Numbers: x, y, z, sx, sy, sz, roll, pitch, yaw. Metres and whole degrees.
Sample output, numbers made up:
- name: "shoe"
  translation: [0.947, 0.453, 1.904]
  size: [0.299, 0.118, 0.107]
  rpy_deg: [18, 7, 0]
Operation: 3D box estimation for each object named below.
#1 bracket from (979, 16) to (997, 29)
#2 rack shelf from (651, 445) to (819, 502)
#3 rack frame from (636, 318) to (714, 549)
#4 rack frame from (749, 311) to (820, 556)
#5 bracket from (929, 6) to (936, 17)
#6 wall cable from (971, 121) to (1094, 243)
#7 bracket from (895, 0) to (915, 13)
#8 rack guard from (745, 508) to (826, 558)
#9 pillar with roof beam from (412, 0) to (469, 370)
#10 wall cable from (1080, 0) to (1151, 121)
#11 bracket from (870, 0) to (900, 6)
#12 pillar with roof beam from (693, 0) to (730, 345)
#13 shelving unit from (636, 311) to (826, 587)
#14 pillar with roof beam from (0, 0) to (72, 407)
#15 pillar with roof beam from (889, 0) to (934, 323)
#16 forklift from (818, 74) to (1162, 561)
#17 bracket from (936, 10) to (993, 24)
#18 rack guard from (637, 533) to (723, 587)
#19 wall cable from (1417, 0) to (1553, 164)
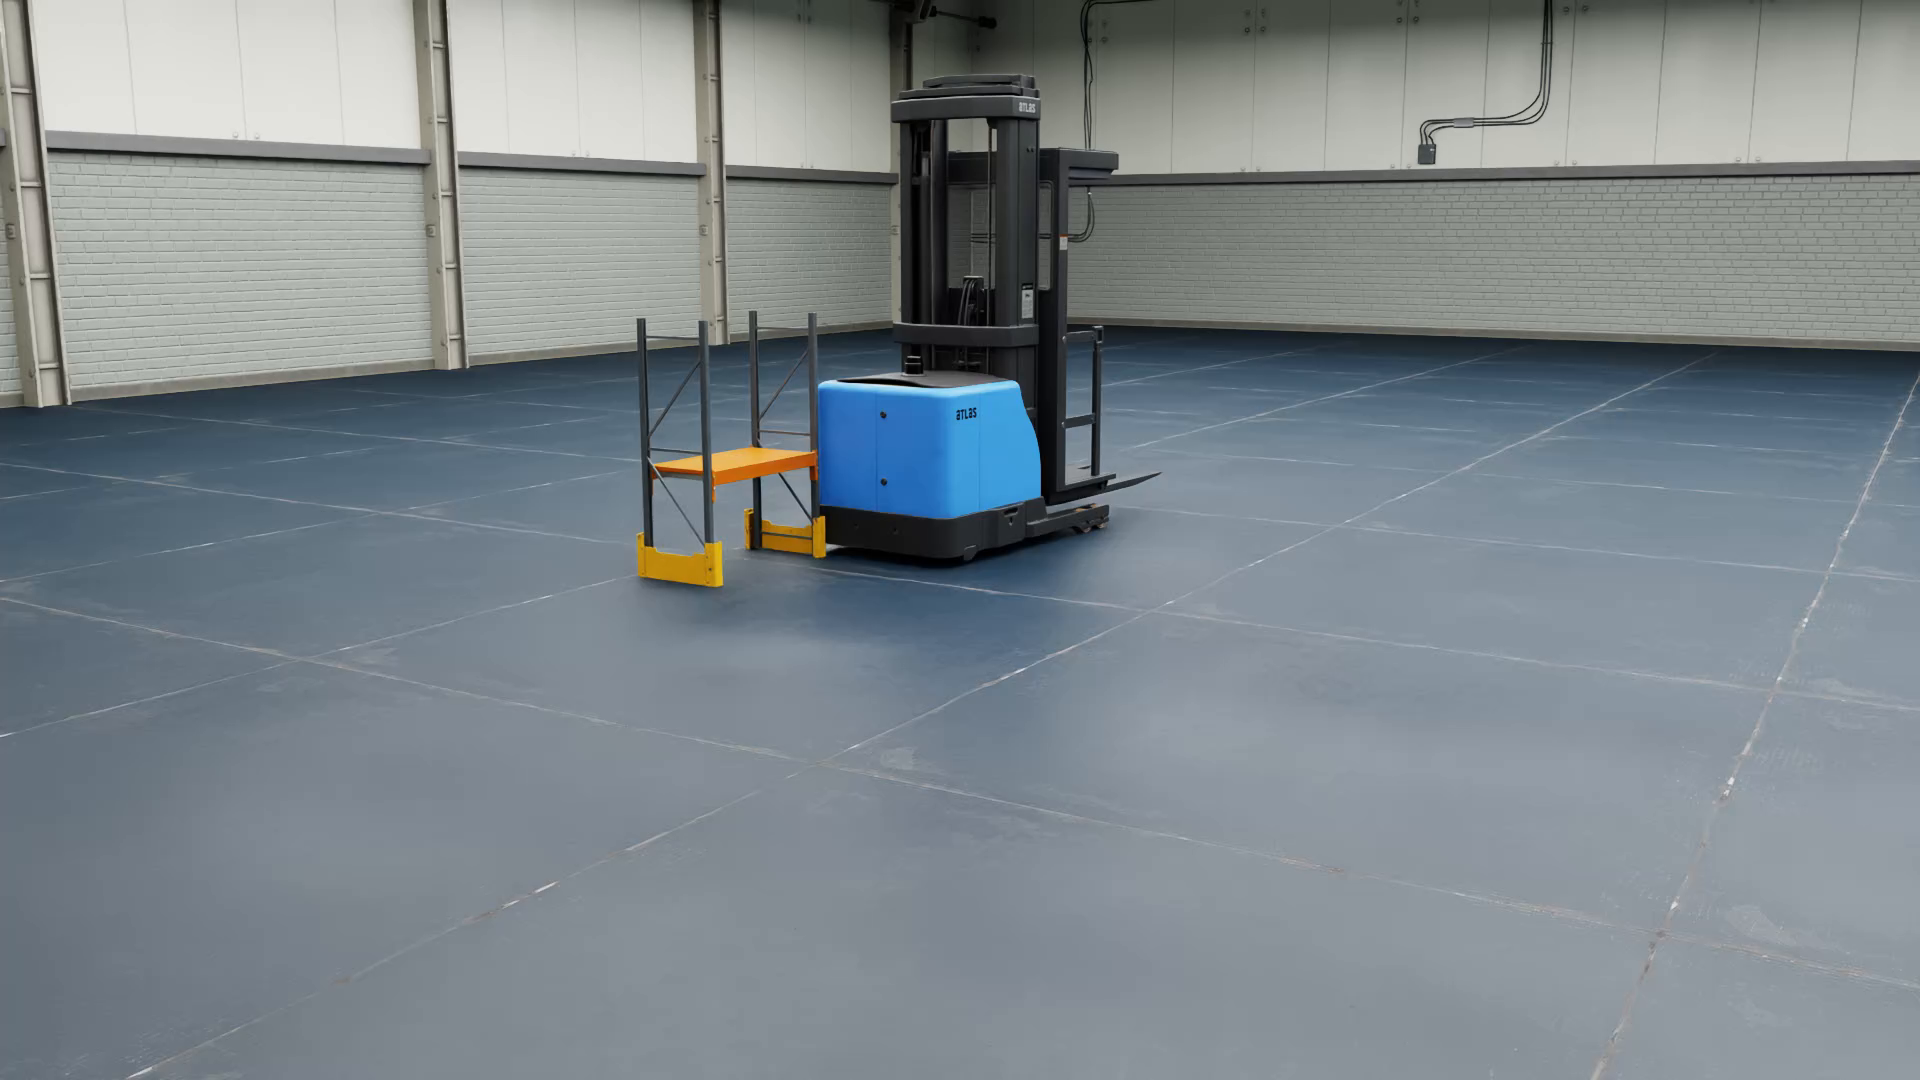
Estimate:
- name: "bracket"
  translation: [0.574, -10.983, 35.297]
  size: [0.235, 0.232, 0.430]
  rpy_deg: [6, 12, 31]
- name: "rack shelf"
  translation: [-1.355, -0.406, 9.939]
  size: [0.538, 0.185, 1.000]
  rpy_deg: [6, 12, 31]
- name: "rack frame"
  translation: [-1.620, -0.503, 9.479]
  size: [0.500, 1.500, 0.032]
  rpy_deg: [6, 12, 31]
- name: "rack frame"
  translation: [-1.090, -0.663, 10.332]
  size: [0.500, 1.500, 0.032]
  rpy_deg: [6, 12, 31]
- name: "bracket"
  translation: [-0.656, -10.610, 33.306]
  size: [0.235, 0.232, 0.430]
  rpy_deg: [6, 12, 31]
- name: "wall cable"
  translation: [1.485, -7.620, 35.555]
  size: [3.097, 2.526, 0.112]
  rpy_deg: [6, 12, 31]
- name: "bracket"
  translation: [-1.087, -10.479, 32.609]
  size: [0.235, 0.232, 0.430]
  rpy_deg: [6, 12, 31]
- name: "rack guard"
  translation: [-1.100, -0.045, 10.431]
  size: [0.587, 0.250, 0.087]
  rpy_deg: [6, 12, 31]
- name: "pillar with roof beam"
  translation: [-3.726, -6.511, 21.192]
  size: [9.100, 9.000, 0.400]
  rpy_deg: [6, 12, 31]
- name: "wall cable"
  translation: [3.797, -9.844, 33.710]
  size: [3.097, 2.526, 0.112]
  rpy_deg: [6, 12, 31]
- name: "bracket"
  translation: [-2.425, -10.074, 30.444]
  size: [0.076, 0.066, 4.783]
  rpy_deg: [6, 12, 31]
- name: "pillar with roof beam"
  translation: [-0.611, -7.454, 26.232]
  size: [9.100, 9.000, 0.400]
  rpy_deg: [6, 12, 31]
- name: "shelving unit"
  translation: [-1.359, -0.581, 9.898]
  size: [0.587, 1.500, 1.083]
  rpy_deg: [6, 12, 31]
- name: "pillar with roof beam"
  translation: [-6.841, -5.567, 16.152]
  size: [9.100, 9.000, 0.400]
  rpy_deg: [6, 12, 31]
- name: "pillar with roof beam"
  translation: [2.504, -8.398, 31.273]
  size: [9.100, 9.000, 0.548]
  rpy_deg: [6, 12, 31]
- name: "forklift"
  translation: [0.359, -1.535, 11.101]
  size: [1.130, 2.935, 3.031]
  rpy_deg: [7, 13, 34]
- name: "bracket"
  translation: [0.268, -10.890, 34.801]
  size: [0.076, 0.066, 3.189]
  rpy_deg: [6, 12, 31]
- name: "rack guard"
  translation: [-1.619, 0.111, 9.595]
  size: [0.587, 0.250, 0.087]
  rpy_deg: [6, 12, 31]
- name: "wall cable"
  translation: [9.590, -9.909, 30.099]
  size: [2.305, 6.003, 0.169]
  rpy_deg: [6, 12, 31]
